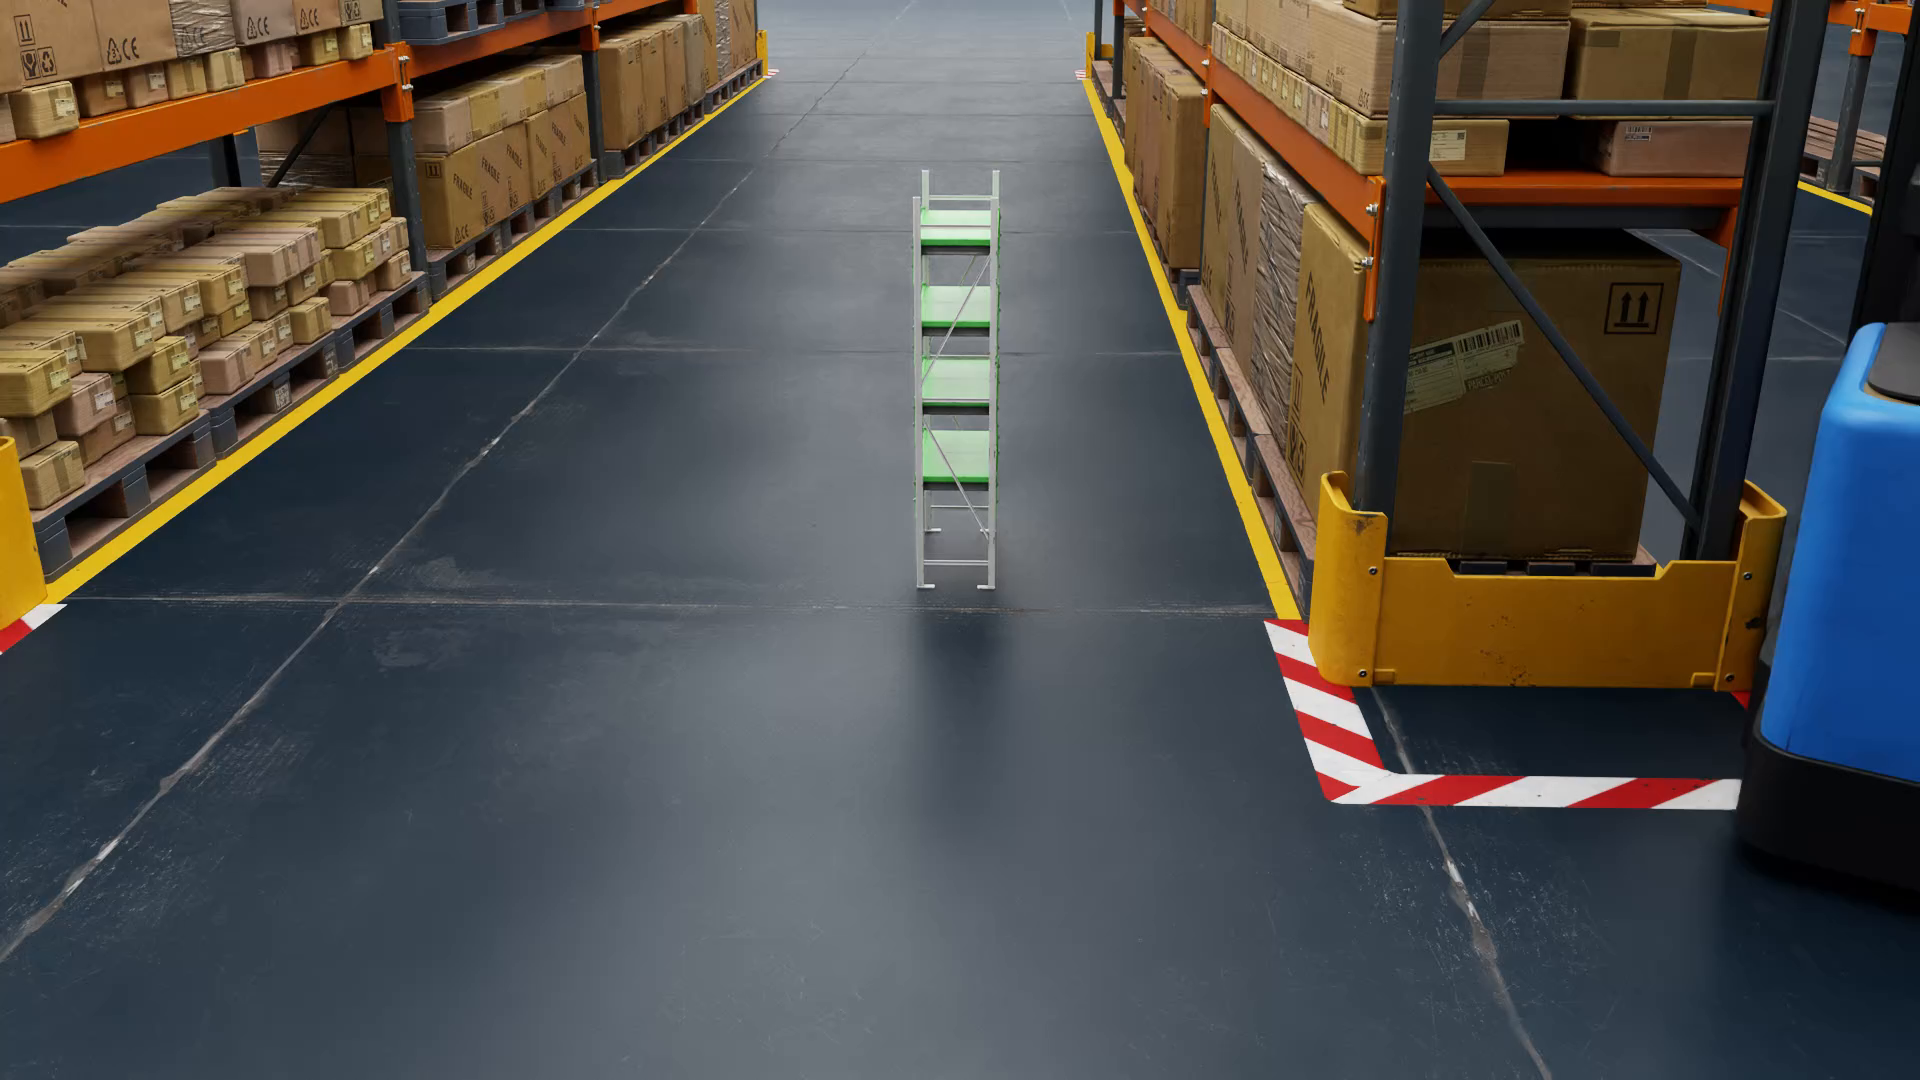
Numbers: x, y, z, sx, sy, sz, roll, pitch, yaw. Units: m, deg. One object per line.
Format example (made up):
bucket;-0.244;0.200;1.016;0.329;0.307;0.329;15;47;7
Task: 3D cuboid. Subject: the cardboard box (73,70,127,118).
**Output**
cardboard box;-3.105;-1.536;5.687;0.380;0.149;0.250;0;21;1

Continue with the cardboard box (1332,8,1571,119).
cardboard box;1.329;-1.313;4.562;0.500;0.250;0.500;0;21;1

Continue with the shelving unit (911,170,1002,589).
shelving unit;-0.005;-0.500;5.158;0.258;1.200;0.503;1;21;2

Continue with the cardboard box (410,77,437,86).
cardboard box;-3.452;-2.632;10.005;0.500;0.250;0.500;0;21;-1

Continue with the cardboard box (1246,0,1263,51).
cardboard box;1.395;-2.047;6.454;0.500;0.250;0.500;1;21;3

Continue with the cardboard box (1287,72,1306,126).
cardboard box;1.291;-1.451;5.468;0.380;0.149;0.250;0;21;0

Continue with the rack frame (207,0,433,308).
rack frame;-3.253;-2.603;8.092;1.000;3.000;0.127;1;21;2

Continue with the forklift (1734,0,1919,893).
forklift;2.906;-1.007;4.072;1.130;2.935;3.031;12;24;29

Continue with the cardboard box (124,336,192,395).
cardboard box;-3.002;-0.628;5.951;0.380;0.149;0.250;1;21;3

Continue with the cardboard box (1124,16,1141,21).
cardboard box;2.031;-5.656;18.834;0.500;0.500;0.500;5;22;12

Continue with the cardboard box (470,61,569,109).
cardboard box;-2.895;-2.997;10.944;0.500;0.250;0.500;1;21;2

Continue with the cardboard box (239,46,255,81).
cardboard box;-3.066;-1.907;6.645;0.380;0.149;0.250;0;21;1

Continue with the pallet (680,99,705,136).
pallet;-2.958;-3.916;15.330;1.003;0.211;1.213;1;21;2

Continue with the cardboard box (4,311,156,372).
cardboard box;-2.995;-0.678;5.666;0.380;0.149;0.250;1;21;1

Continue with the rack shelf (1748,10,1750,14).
rack shelf;6.956;-5.738;17.165;1.077;0.370;4.000;1;21;2

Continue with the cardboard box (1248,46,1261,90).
cardboard box;1.321;-1.823;6.428;0.380;0.149;0.250;1;21;2

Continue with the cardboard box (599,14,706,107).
cardboard box;-2.939;-4.417;15.297;1.050;0.750;0.750;1;21;1

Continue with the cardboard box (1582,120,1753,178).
cardboard box;1.921;-1.074;4.496;0.380;0.149;0.250;1;21;2

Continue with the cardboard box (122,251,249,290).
cardboard box;-3.087;-1.055;6.639;0.380;0.149;0.250;1;21;2

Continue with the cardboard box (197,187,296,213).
cardboard box;-3.471;-1.625;8.109;0.380;0.149;0.250;1;21;4

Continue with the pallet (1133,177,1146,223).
pallet;1.724;-2.374;11.356;1.003;0.211;1.213;1;21;2

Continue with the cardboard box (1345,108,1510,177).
cardboard box;1.262;-1.081;4.516;0.380;0.149;0.250;1;21;3

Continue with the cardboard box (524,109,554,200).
cardboard box;-2.909;-2.460;10.598;0.500;0.500;0.500;0;21;-1

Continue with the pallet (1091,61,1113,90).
pallet;2.004;-5.230;18.717;1.003;0.211;1.213;1;21;2

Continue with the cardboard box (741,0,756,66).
cardboard box;-2.843;-5.901;18.949;0.875;0.875;0.875;1;21;2

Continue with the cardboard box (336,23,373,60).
cardboard box;-2.927;-2.286;7.621;0.380;0.149;0.250;0;21;0

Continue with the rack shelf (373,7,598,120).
rack shelf;-3.192;-2.991;10.086;1.077;0.370;4.000;1;21;2

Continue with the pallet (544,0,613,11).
pallet;-3.047;-3.701;11.187;1.213;0.211;1.003;1;21;2

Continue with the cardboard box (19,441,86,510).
cardboard box;-3.039;-0.210;5.283;0.380;0.149;0.250;1;21;3

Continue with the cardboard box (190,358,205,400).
cardboard box;-3.082;-0.580;6.237;0.380;0.149;0.250;1;21;2

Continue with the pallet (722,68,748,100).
pallet;-2.874;-4.912;17.897;1.003;0.211;1.213;1;21;2

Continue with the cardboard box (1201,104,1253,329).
cardboard box;1.602;-1.480;7.553;0.875;0.875;0.875;1;21;2

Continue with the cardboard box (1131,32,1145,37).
cardboard box;2.007;-4.787;16.593;0.500;0.500;0.500;8;22;19

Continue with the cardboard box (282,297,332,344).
cardboard box;-2.956;-0.950;7.192;0.380;0.149;0.250;1;21;2

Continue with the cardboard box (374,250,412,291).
cardboard box;-2.924;-1.325;8.156;0.380;0.149;0.250;1;21;2

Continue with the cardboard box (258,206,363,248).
cardboard box;-2.972;-1.433;7.614;0.380;0.149;0.250;0;21;1

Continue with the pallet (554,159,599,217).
pallet;-3.157;-2.467;11.595;1.003;0.211;1.213;1;21;2

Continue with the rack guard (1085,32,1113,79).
rack guard;2.064;-5.658;19.420;1.175;0.500;0.348;1;21;2

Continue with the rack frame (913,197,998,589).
rack frame;-0.012;-0.411;4.930;0.240;1.200;0.015;1;21;2

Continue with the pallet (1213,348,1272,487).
pallet;1.566;-0.496;6.515;1.003;0.211;1.213;1;21;2

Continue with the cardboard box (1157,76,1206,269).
cardboard box;1.701;-1.949;8.762;1.225;0.875;0.875;1;21;2

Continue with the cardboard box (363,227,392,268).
cardboard box;-2.941;-1.393;7.923;0.380;0.149;0.250;0;21;-1

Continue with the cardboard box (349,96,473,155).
cardboard box;-2.966;-2.248;9.013;0.500;0.250;0.500;0;21;-1

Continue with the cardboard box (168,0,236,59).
cardboard box;-3.057;-2.057;6.134;0.500;0.500;0.500;0;21;0

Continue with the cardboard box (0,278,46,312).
cardboard box;-3.642;-0.871;6.166;0.380;0.149;0.250;1;21;4

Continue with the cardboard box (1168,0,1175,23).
cardboard box;1.494;-3.280;9.697;0.500;0.500;0.500;1;21;2

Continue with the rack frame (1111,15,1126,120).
rack frame;1.945;-5.405;15.312;1.000;3.000;0.127;1;21;2

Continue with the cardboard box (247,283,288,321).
cardboard box;-3.053;-1.018;6.954;0.380;0.149;0.250;0;21;-1

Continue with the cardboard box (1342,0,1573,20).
cardboard box;1.332;-1.663;4.429;0.500;0.500;0.500;1;21;2

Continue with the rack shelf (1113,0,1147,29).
rack shelf;1.884;-4.346;13.578;1.077;0.370;4.000;1;21;2

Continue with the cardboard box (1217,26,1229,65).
cardboard box;1.352;-2.197;7.391;0.380;0.149;0.250;0;21;0

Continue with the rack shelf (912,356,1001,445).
rack shelf;-0.005;-0.440;5.181;0.258;0.148;0.480;1;21;2

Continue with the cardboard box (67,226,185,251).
cardboard box;-3.571;-1.249;7.138;0.380;0.149;0.250;1;21;3

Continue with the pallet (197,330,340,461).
pallet;-3.272;-0.618;6.830;1.003;0.211;1.213;1;21;2
